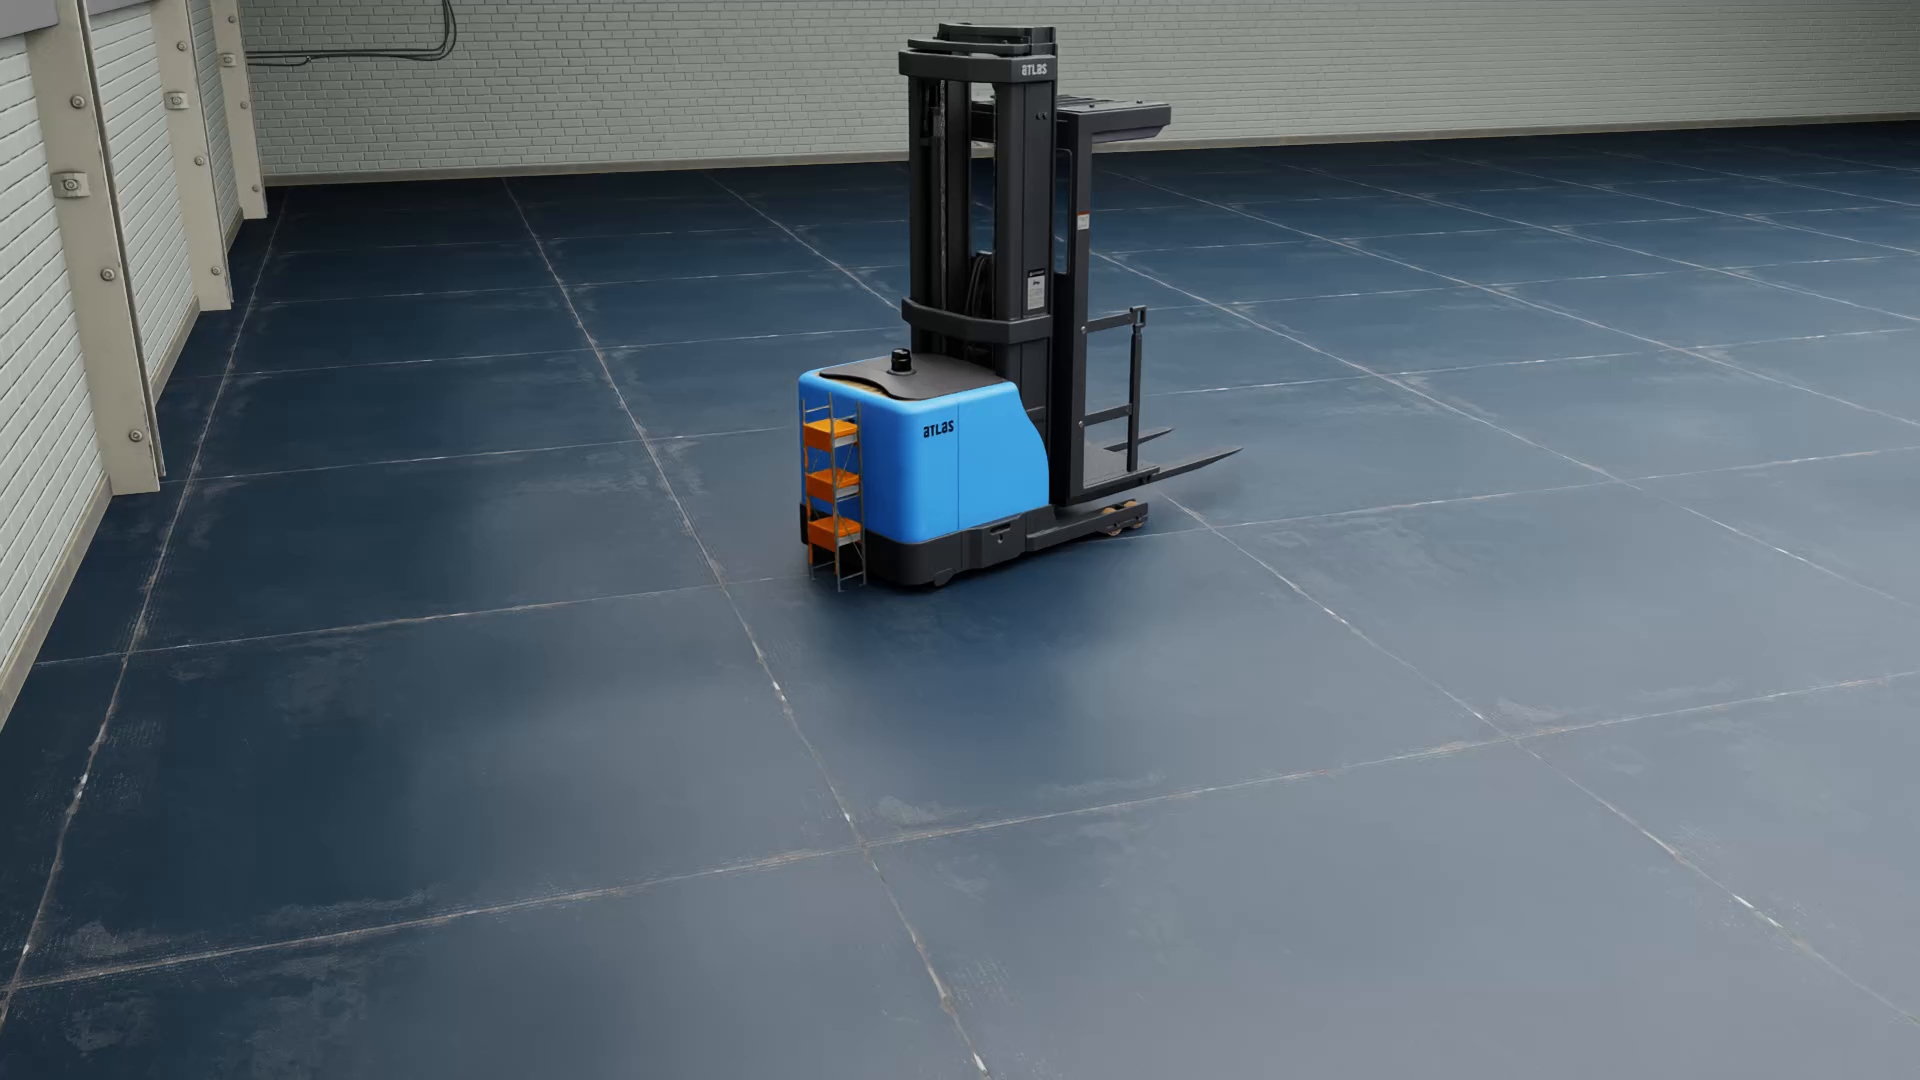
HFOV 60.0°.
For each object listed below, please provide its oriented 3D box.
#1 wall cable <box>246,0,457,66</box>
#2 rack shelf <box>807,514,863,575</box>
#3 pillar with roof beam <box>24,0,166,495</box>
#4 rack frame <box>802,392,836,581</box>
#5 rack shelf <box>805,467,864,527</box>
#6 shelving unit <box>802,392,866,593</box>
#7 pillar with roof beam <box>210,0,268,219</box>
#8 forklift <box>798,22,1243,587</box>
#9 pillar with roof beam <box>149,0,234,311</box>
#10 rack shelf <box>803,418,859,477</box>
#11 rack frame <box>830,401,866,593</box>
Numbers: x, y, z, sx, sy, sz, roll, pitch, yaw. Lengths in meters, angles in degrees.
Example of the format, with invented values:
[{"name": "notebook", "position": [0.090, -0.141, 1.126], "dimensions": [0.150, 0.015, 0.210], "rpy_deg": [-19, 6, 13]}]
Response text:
[{"name": "wall cable", "position": [-8.854, -8.075, 23.678], "dimensions": [3.097, 2.526, 0.112], "rpy_deg": [-6, 21, -17]}, {"name": "rack shelf", "position": [-0.681, 0.014, 9.171], "dimensions": [0.215, 0.259, 0.240], "rpy_deg": [-18, 27, -39]}, {"name": "pillar with roof beam", "position": [-1.325, -5.057, 10.682], "dimensions": [9.100, 9.000, 0.400], "rpy_deg": [-6, 21, -17]}, {"name": "rack frame", "position": [-0.767, -0.286, 9.155], "dimensions": [0.200, 1.050, 0.008], "rpy_deg": [-18, 27, -39]}, {"name": "rack shelf", "position": [-0.684, -0.246, 9.074], "dimensions": [0.215, 0.259, 0.240], "rpy_deg": [-18, 27, -39]}, {"name": "shelving unit", "position": [-0.684, -0.256, 9.070], "dimensions": [0.215, 1.050, 0.252], "rpy_deg": [-18, 27, -39]}, {"name": "pillar with roof beam", "position": [-5.096, -8.907, 21.403], "dimensions": [9.100, 9.000, 0.400], "rpy_deg": [-6, 21, -17]}, {"name": "forklift", "position": [0.509, -1.522, 9.818], "dimensions": [3.031, 2.935, 1.130], "rpy_deg": [-17, 26, -39]}, {"name": "pillar with roof beam", "position": [-3.210, -6.982, 16.043], "dimensions": [9.100, 9.000, 0.400], "rpy_deg": [-6, 21, -17]}, {"name": "rack shelf", "position": [-0.688, -0.512, 8.975], "dimensions": [0.215, 0.259, 0.240], "rpy_deg": [-18, 27, -39]}, {"name": "rack frame", "position": [-0.602, -0.226, 8.985], "dimensions": [0.200, 1.050, 0.008], "rpy_deg": [-18, 27, -39]}]
